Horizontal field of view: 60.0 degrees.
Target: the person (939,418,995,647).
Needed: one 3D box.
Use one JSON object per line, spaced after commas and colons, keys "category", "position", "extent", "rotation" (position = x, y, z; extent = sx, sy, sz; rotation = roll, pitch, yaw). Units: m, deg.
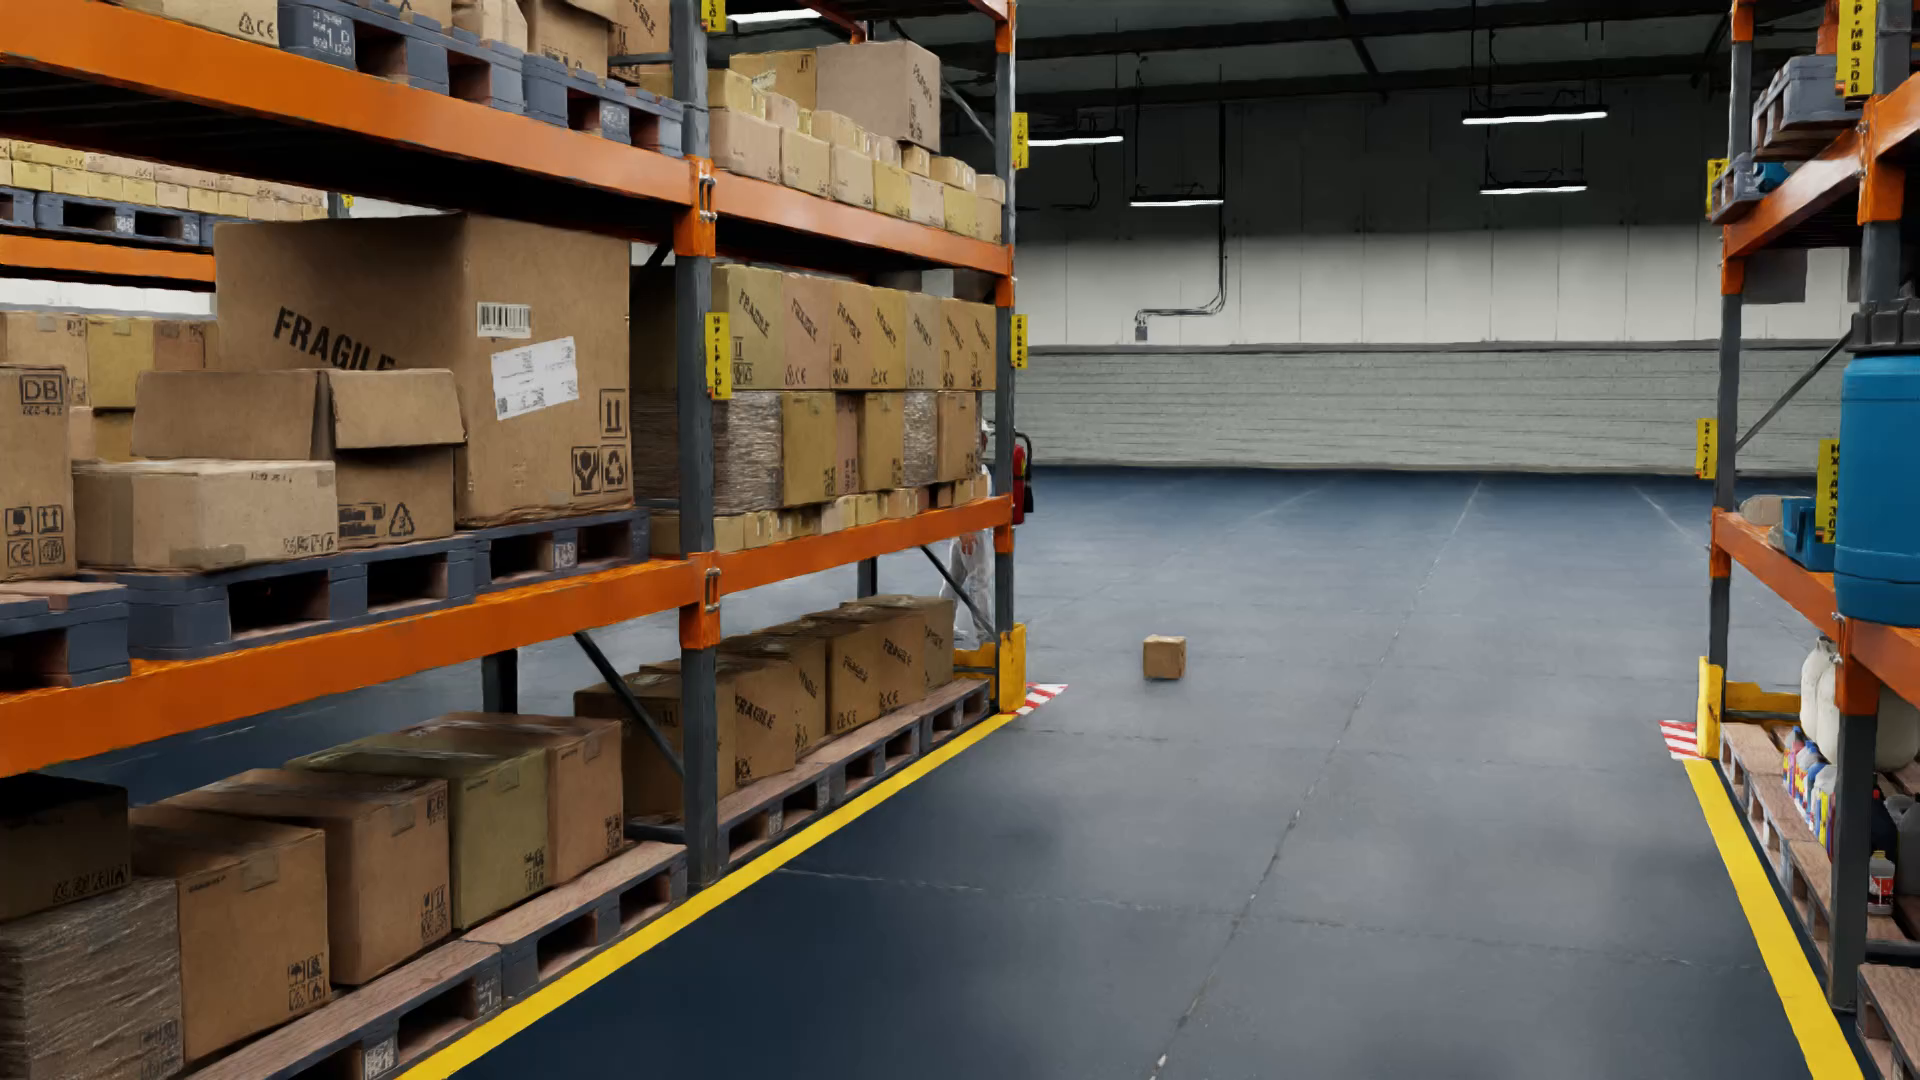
{"category": "person", "position": [0.124, -0.069, 12.536], "extent": [0.631, 1.765, 0.730], "rotation": [0, 5, 0]}
